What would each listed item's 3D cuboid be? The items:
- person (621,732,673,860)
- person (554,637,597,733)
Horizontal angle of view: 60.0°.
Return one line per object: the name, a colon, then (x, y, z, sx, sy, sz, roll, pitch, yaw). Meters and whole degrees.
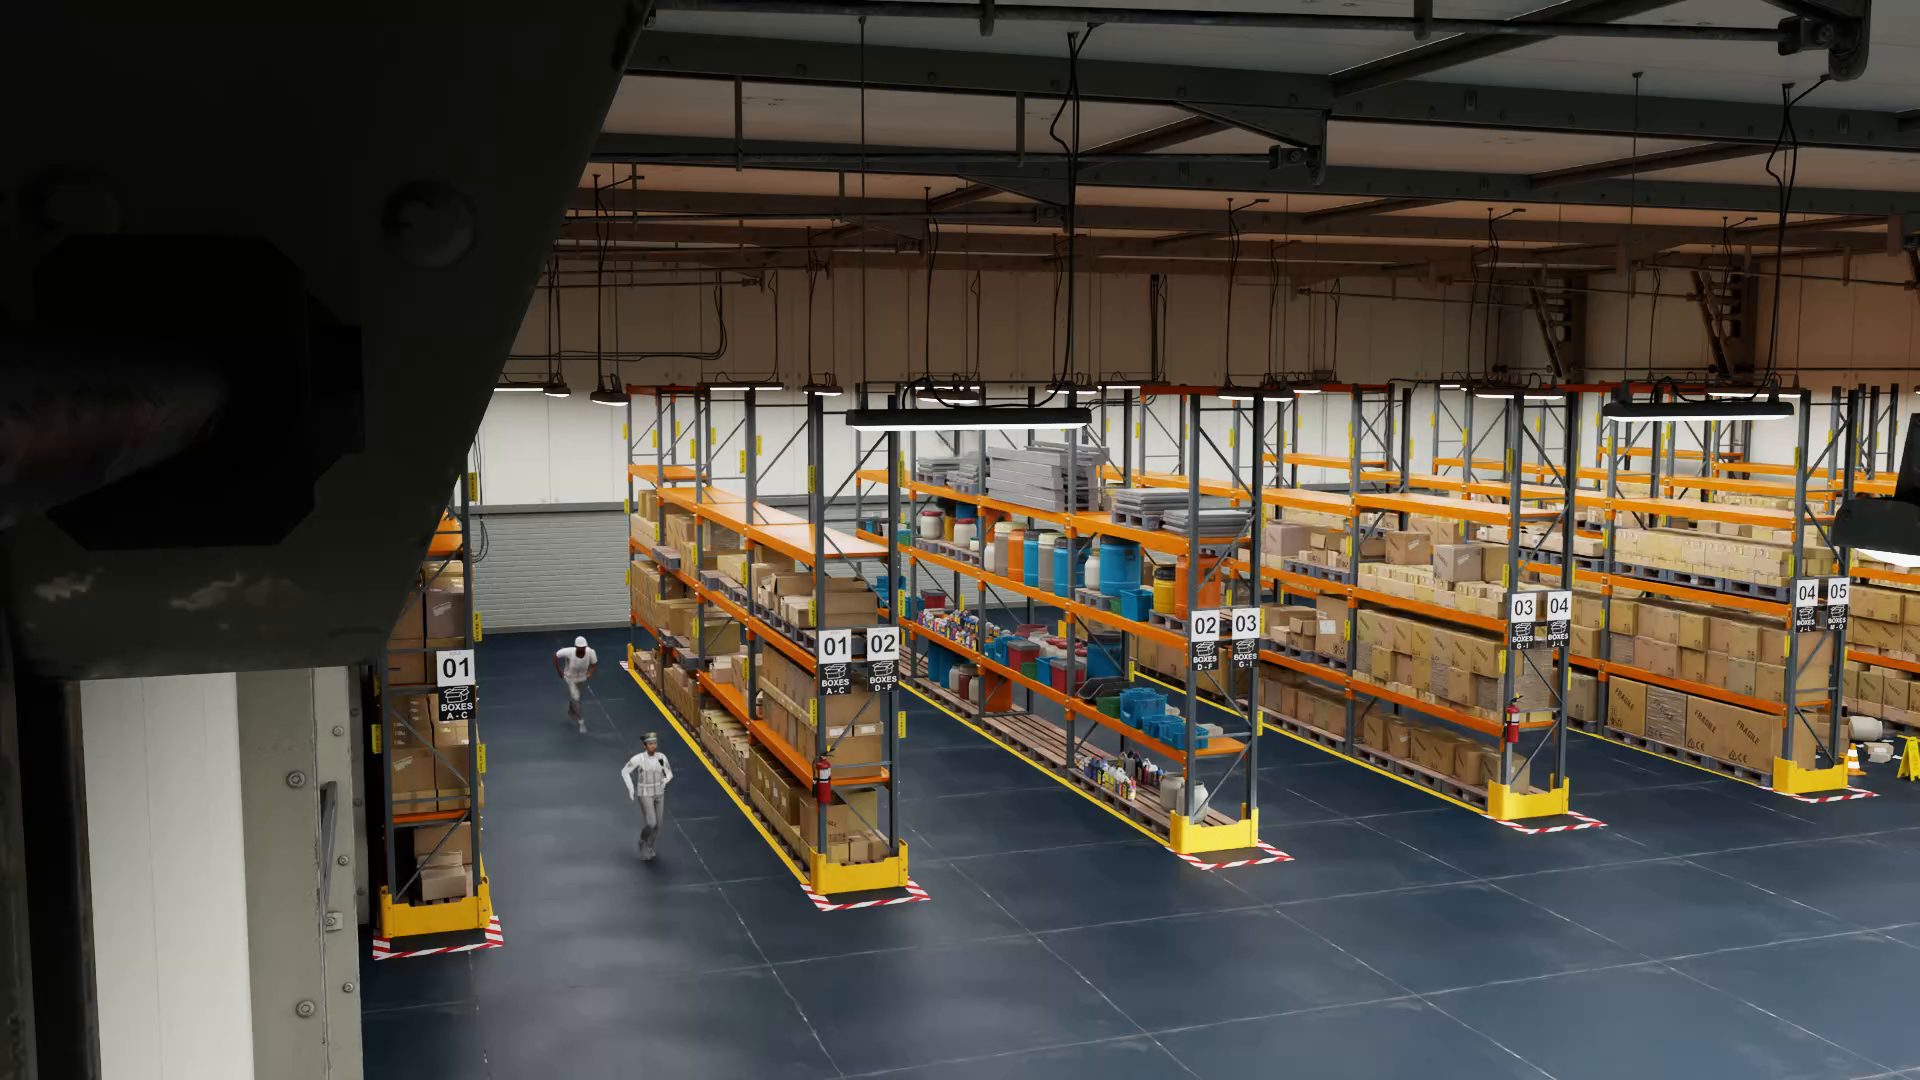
person: (-3.959, 3.285, 21.339, 0.594, 1.660, 0.624, -4, 7, -35)
person: (-6.770, 2.502, 29.260, 0.746, 1.715, 1.059, -3, 7, -27)
